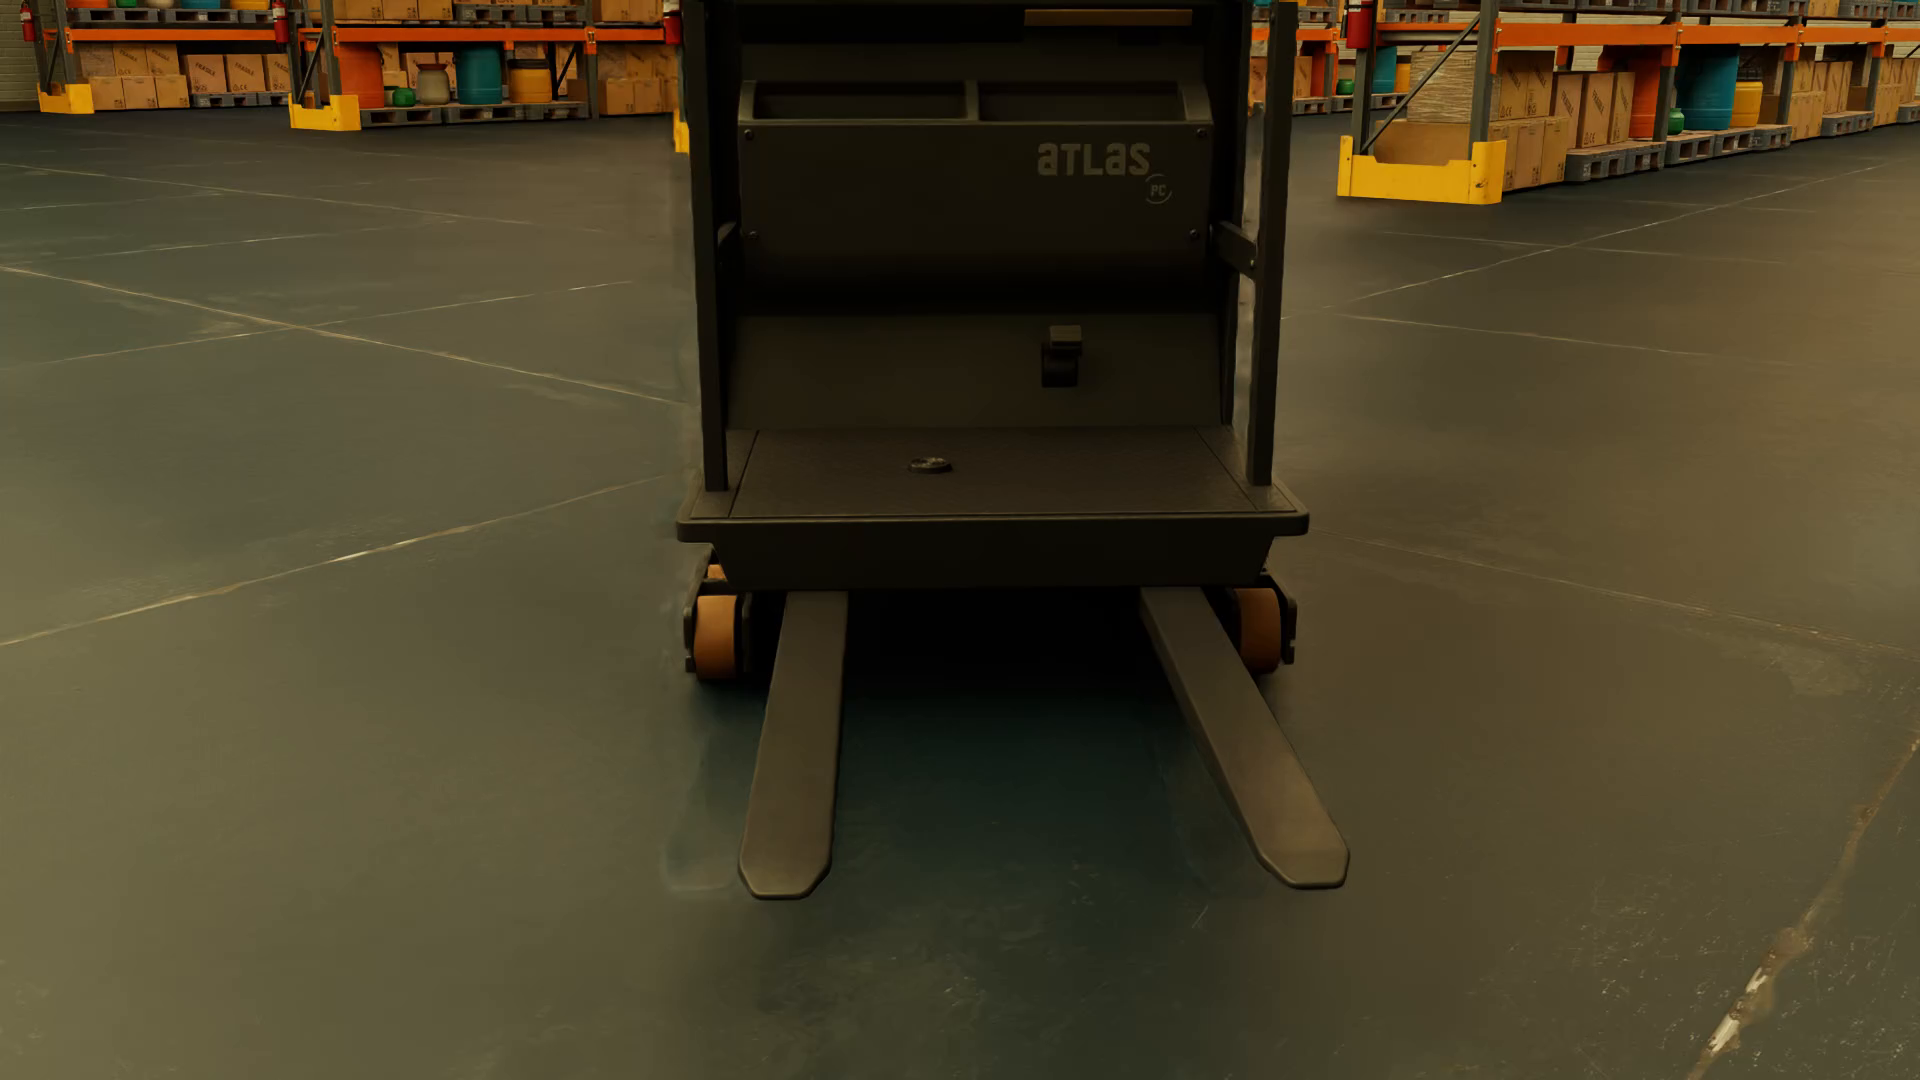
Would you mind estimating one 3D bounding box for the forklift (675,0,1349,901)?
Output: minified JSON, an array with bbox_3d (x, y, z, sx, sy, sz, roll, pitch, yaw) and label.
[{"bbox_3d":[0.041,-1.234,2.962,1.130,2.935,3.031,-1,17,-2],"label":"forklift"}]
